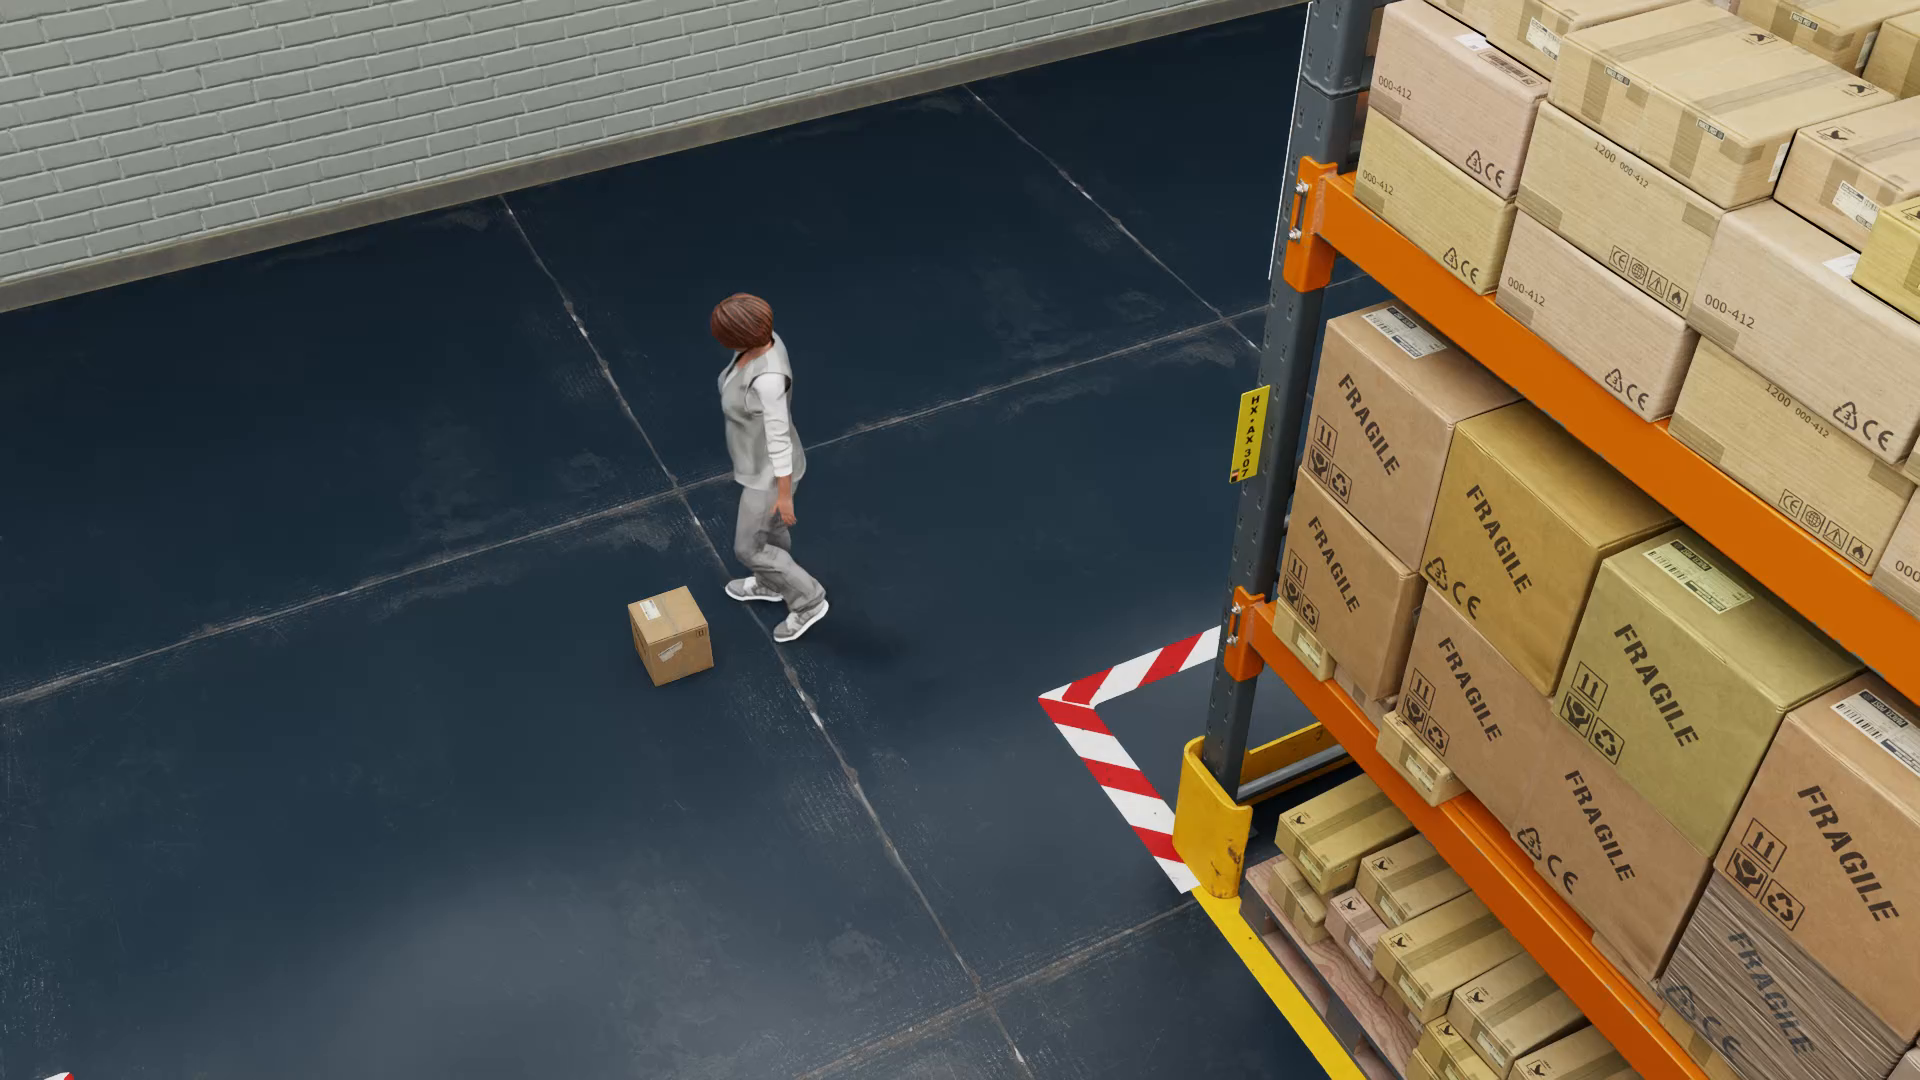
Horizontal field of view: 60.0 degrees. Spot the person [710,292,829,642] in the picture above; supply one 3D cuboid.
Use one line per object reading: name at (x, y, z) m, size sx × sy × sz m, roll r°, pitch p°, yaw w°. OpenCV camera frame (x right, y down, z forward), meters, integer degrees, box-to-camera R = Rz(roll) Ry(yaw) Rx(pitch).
person at (-0.764, -0.282, 6.465) m, size 0.411 × 1.579 × 0.521 m, roll -7°, pitch 42°, yaw -8°
